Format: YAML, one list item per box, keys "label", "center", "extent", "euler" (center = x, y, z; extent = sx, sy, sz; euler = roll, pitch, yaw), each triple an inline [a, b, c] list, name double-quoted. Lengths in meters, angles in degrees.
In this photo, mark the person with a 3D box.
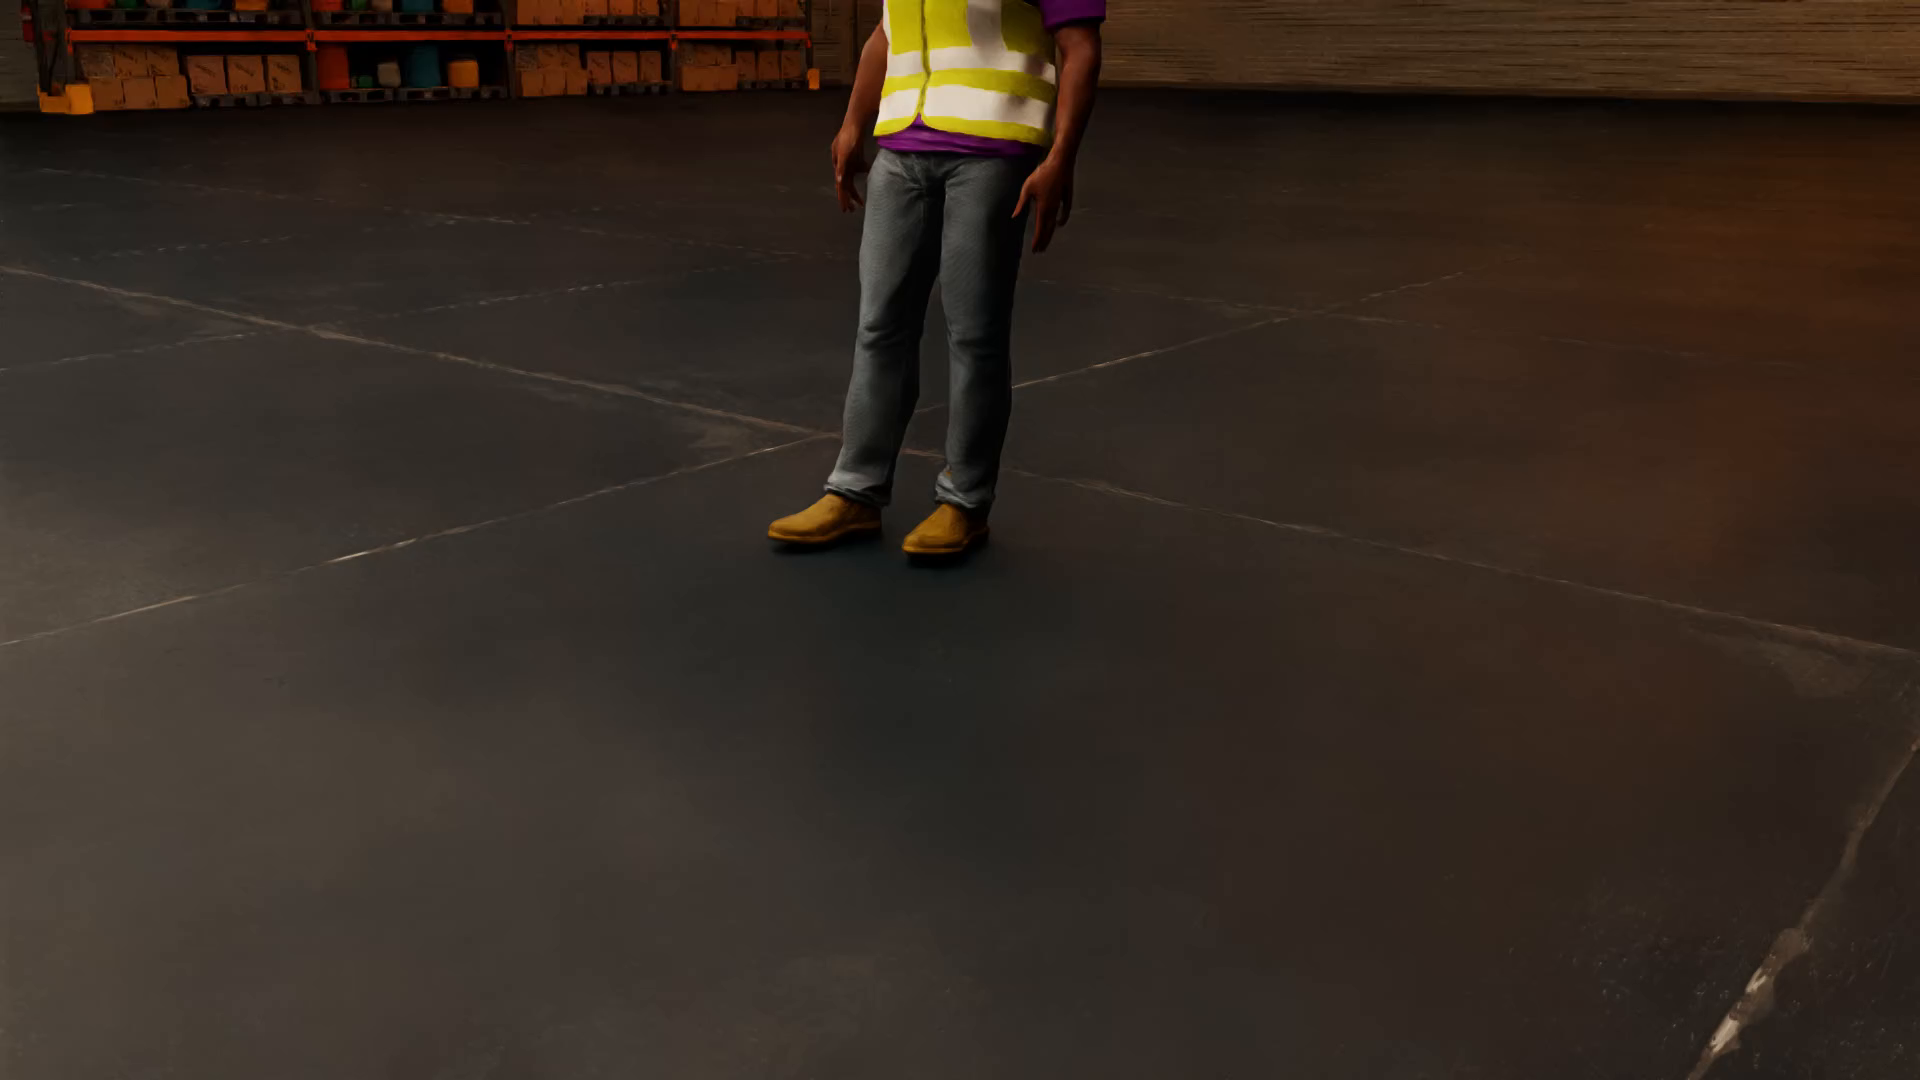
- label: "person"
  center: [-0.049, -0.837, 3.635]
  extent: [0.665, 1.766, 0.576]
  euler: [13, 21, 37]
